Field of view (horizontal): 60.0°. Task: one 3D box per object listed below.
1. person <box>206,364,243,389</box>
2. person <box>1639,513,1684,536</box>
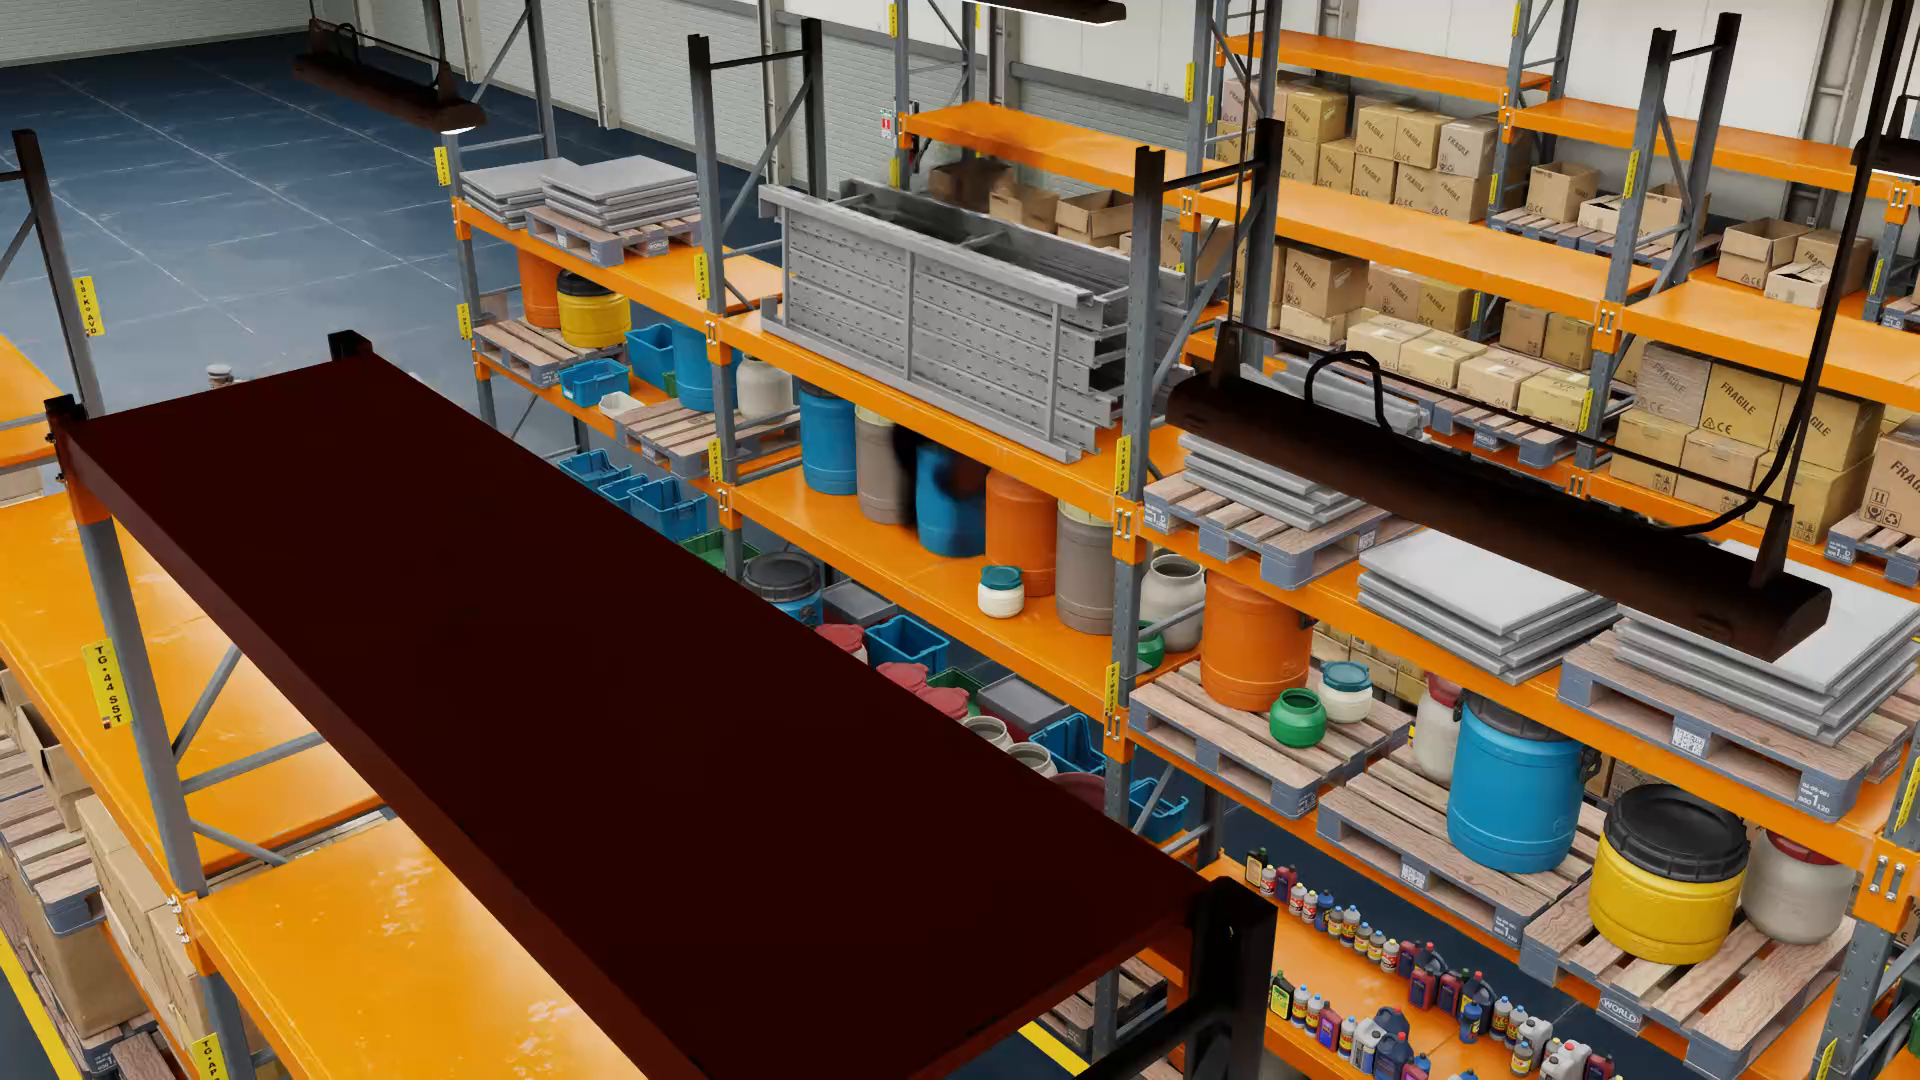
[{"bbox_3d":[-7.586,-1.136,18.131,0.958,1.622,0.657,-2,27,-3],"label":"person"},{"bbox_3d":[6.535,0.113,15.414,0.892,1.759,0.701,22,34,36],"label":"person"}]
